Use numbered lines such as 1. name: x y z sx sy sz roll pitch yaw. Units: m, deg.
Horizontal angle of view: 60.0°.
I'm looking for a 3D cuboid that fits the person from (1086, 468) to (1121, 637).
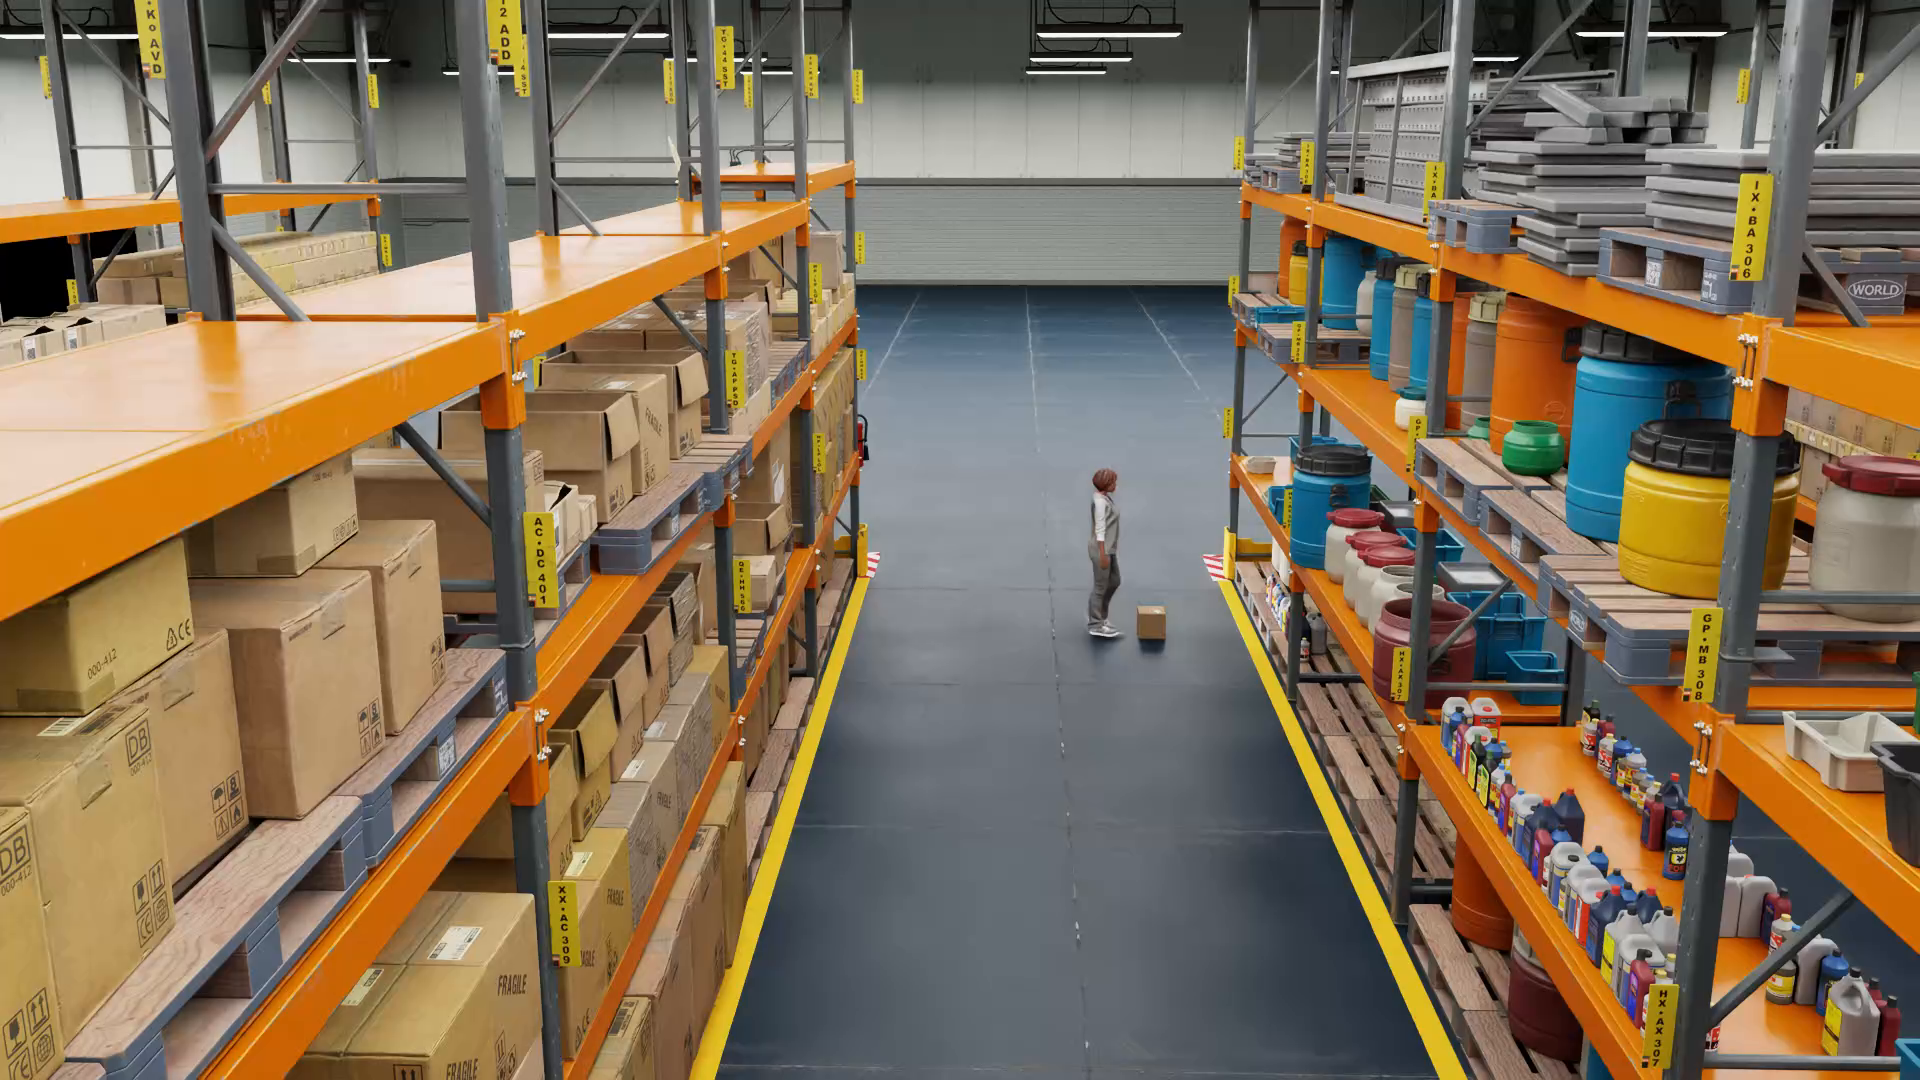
1. person: 1.340 0.124 15.531 0.322 1.616 0.451 2 14 7
